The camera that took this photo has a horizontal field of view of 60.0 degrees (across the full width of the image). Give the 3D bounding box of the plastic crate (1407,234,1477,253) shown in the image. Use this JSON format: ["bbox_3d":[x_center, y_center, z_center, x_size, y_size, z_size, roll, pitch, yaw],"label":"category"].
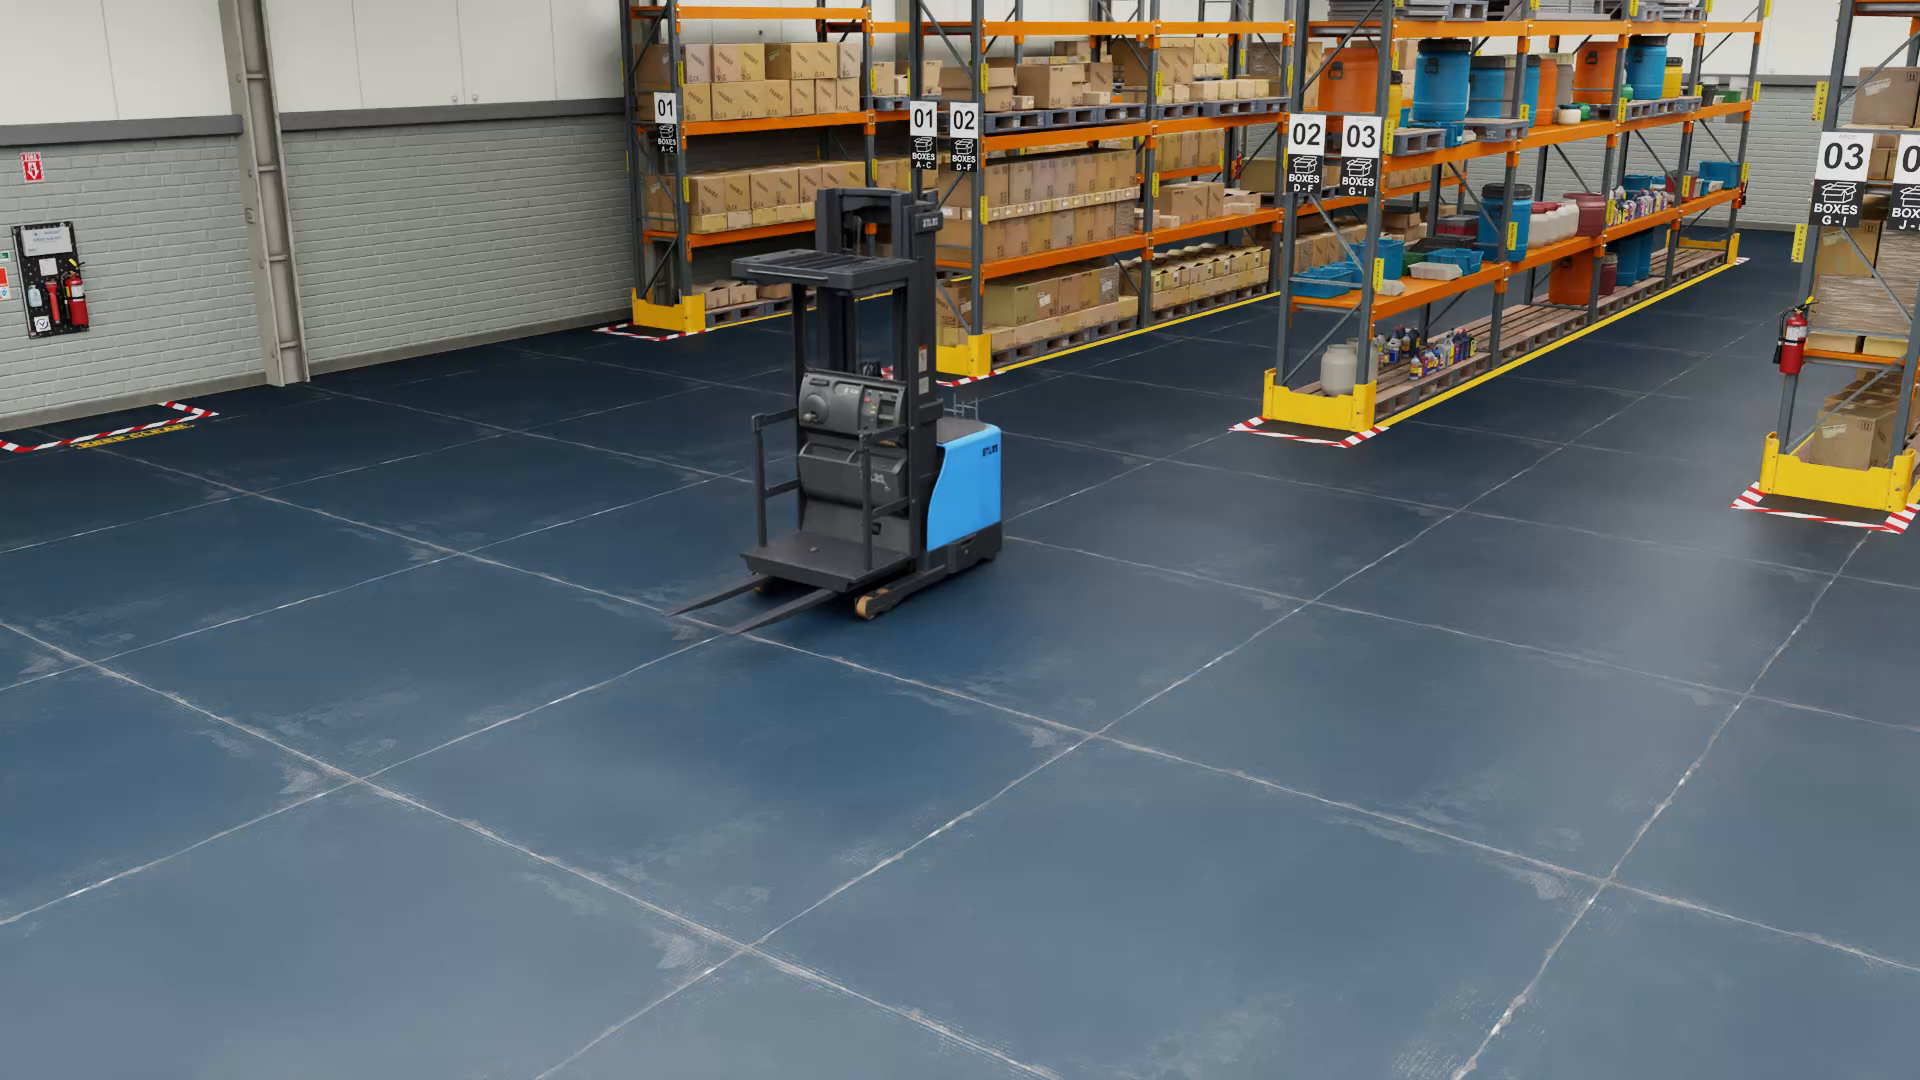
[{"bbox_3d":[5.785,-3.489,20.026,0.767,0.338,0.504,12,21,35],"label":"plastic crate"}]

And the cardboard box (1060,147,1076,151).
[{"bbox_3d":[1.737,-6.835,29.992,0.500,0.500,0.500,12,21,34],"label":"cardboard box"}]

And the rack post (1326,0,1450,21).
[{"bbox_3d":[4.369,-5.452,16.970,0.937,0.300,0.954,15,23,40],"label":"rack post"}]

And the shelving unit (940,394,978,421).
[{"bbox_3d":[-0.009,-0.570,13.555,0.258,1.200,0.189,12,21,35],"label":"shelving unit"}]

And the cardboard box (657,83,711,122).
[{"bbox_3d":[-3.740,-5.944,22.567,0.500,0.500,0.500,13,22,36],"label":"cardboard box"}]

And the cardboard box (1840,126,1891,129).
[{"bbox_3d":[8.033,-3.591,14.773,0.380,0.149,0.250,11,21,32],"label":"cardboard box"}]

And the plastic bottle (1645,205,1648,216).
[{"bbox_3d":[10.346,-5.009,25.150,0.097,0.201,0.097,0,17,0],"label":"plastic bottle"}]

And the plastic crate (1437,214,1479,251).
[{"bbox_3d":[6.242,-3.821,20.882,0.402,0.464,0.583,12,21,35],"label":"plastic crate"}]

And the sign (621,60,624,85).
[{"bbox_3d":[-4.574,-6.377,22.670,0.100,0.325,0.005,12,21,35],"label":"sign"}]

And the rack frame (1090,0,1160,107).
[{"bbox_3d":[2.224,-7.362,22.277,1.000,3.000,0.127,12,21,35],"label":"rack frame"}]

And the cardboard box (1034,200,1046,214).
[{"bbox_3d":[0.861,-4.203,20.959,0.380,0.149,0.250,12,21,33],"label":"cardboard box"}]

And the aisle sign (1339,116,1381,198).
[{"bbox_3d":[4.009,-3.841,16.670,0.394,0.787,0.004,12,21,35],"label":"aisle sign"}]

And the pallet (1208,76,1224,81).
[{"bbox_3d":[4.960,-9.441,34.180,1.003,0.211,1.213,12,21,35],"label":"pallet"}]

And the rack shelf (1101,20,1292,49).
[{"bbox_3d":[3.415,-7.304,23.977,1.077,0.370,4.000,12,21,35],"label":"rack shelf"}]

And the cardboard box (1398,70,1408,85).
[{"bbox_3d":[7.480,-8.074,29.038,0.500,0.250,0.500,12,21,35],"label":"cardboard box"}]

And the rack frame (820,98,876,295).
[{"bbox_3d":[-1.757,-5.371,25.983,1.000,3.000,0.127,12,21,35],"label":"rack frame"}]

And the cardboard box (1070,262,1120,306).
[{"bbox_3d":[1.816,-3.476,22.545,0.500,0.500,0.500,12,21,35],"label":"cardboard box"}]

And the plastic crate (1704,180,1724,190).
[{"bbox_3d":[13.009,-6.155,28.851,0.396,0.136,0.243,12,21,35],"label":"plastic crate"}]

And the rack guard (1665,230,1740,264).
[{"bbox_3d":[13.353,-5.293,29.946,1.175,0.500,0.348,12,21,35],"label":"rack guard"}]

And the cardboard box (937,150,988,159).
[{"bbox_3d":[0.043,-6.330,28.161,0.700,0.500,0.500,10,20,30],"label":"cardboard box"}]

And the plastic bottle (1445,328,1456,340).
[{"bbox_3d":[5.931,-2.387,20.097,0.144,0.351,0.185,12,21,35],"label":"plastic bottle"}]

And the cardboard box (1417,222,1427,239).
[{"bbox_3d":[8.657,-5.858,31.445,0.500,0.250,0.500,12,21,35],"label":"cardboard box"}]

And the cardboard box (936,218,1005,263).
[{"bbox_3d":[0.129,-3.701,20.435,0.700,0.500,0.500,12,21,35],"label":"cardboard box"}]

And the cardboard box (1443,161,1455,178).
[{"bbox_3d":[9.019,-7.124,31.458,0.500,0.500,0.500,13,21,35],"label":"cardboard box"}]

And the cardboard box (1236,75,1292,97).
[{"bbox_3d":[4.840,-7.040,26.129,0.910,0.500,0.500,12,21,35],"label":"cardboard box"}]

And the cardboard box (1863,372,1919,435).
[{"bbox_3d":[9.265,-1.365,16.587,0.500,0.500,0.500,10,20,30],"label":"cardboard box"}]

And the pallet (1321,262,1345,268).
[{"bbox_3d":[5.810,-4.578,28.131,1.003,0.211,1.213,12,21,35],"label":"pallet"}]

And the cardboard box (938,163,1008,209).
[{"bbox_3d":[0.160,-4.333,20.283,0.700,0.500,0.500,13,21,35],"label":"cardboard box"}]

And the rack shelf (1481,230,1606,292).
[{"bbox_3d":[7.391,-3.754,21.986,1.077,0.370,4.000,12,21,35],"label":"rack shelf"}]

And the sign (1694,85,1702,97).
[{"bbox_3d":[11.407,-6.865,25.721,0.100,0.325,0.005,12,21,35],"label":"sign"}]

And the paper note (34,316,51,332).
[{"bbox_3d":[-9.657,-2.277,17.503,0.016,0.148,0.142,12,21,35],"label":"paper note"}]

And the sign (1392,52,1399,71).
[{"bbox_3d":[7.438,-8.173,28.410,0.100,0.325,0.005,12,21,35],"label":"sign"}]

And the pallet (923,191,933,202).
[{"bbox_3d":[-1.185,-5.436,26.515,1.003,0.211,1.213,12,21,35],"label":"pallet"}]

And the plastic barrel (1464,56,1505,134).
[{"bbox_3d":[6.328,-5.452,20.340,0.600,0.901,0.708,12,21,35],"label":"plastic barrel"}]

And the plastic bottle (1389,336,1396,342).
[{"bbox_3d":[5.215,-2.322,20.023,0.097,0.271,0.097,0,17,0],"label":"plastic bottle"}]

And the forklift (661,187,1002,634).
[{"bbox_3d":[-0.914,-0.993,12.000,1.130,2.935,3.031,12,21,33],"label":"forklift"}]

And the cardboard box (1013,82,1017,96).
[{"bbox_3d":[0.646,-5.655,21.044,0.500,0.311,0.500,16,23,41],"label":"cardboard box"}]

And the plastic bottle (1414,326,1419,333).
[{"bbox_3d":[5.658,-2.530,20.690,0.097,0.271,0.097,0,17,0],"label":"plastic bottle"}]

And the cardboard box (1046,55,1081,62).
[{"bbox_3d":[1.768,-8.525,30.170,0.700,0.500,0.500,12,21,35],"label":"cardboard box"}]

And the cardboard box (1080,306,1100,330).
[{"bbox_3d":[1.531,-2.996,22.263,0.500,0.250,0.500,12,21,35],"label":"cardboard box"}]

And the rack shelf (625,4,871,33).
[{"bbox_3d":[-2.949,-7.415,23.667,1.077,0.370,4.000,12,21,35],"label":"rack shelf"}]

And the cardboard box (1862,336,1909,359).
[{"bbox_3d":[8.155,-1.699,14.580,0.380,0.149,0.250,12,21,35],"label":"cardboard box"}]

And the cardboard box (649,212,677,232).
[{"bbox_3d":[-4.017,-4.502,23.403,0.500,0.250,0.500,13,21,35],"label":"cardboard box"}]

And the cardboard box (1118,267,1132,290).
[{"bbox_3d":[2.235,-3.799,23.903,0.500,0.311,0.500,12,21,35],"label":"cardboard box"}]

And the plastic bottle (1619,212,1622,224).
[{"bbox_3d":[9.547,-4.689,24.122,0.097,0.201,0.097,0,17,0],"label":"plastic bottle"}]

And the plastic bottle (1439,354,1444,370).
[{"bbox_3d":[5.592,-2.097,19.414,0.097,0.201,0.097,0,17,0],"label":"plastic bottle"}]

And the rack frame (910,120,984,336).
[{"bbox_3d":[-0.160,-3.544,20.099,1.000,3.000,0.127,12,21,35],"label":"rack frame"}]

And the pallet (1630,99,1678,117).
[{"bbox_3d":[9.904,-6.394,24.536,1.003,0.211,1.213,12,21,35],"label":"pallet"}]

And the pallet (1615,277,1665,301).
[{"bbox_3d":[10.473,-4.018,26.327,1.003,0.211,1.213,12,21,35],"label":"pallet"}]

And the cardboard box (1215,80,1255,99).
[{"bbox_3d":[4.084,-6.765,24.958,0.500,0.250,0.500,13,22,36],"label":"cardboard box"}]

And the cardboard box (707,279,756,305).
[{"bbox_3d":[-3.316,-3.629,24.165,0.500,0.311,0.500,15,22,39],"label":"cardboard box"}]

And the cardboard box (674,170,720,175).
[{"bbox_3d":[-3.722,-4.983,23.686,0.500,0.500,0.500,13,21,35],"label":"cardboard box"}]

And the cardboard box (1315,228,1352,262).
[{"bbox_3d":[6.326,-5.015,28.308,0.500,0.500,0.500,13,21,35],"label":"cardboard box"}]

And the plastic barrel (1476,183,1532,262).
[{"bbox_3d":[6.673,-3.899,20.395,0.600,0.901,0.708,12,21,35],"label":"plastic barrel"}]

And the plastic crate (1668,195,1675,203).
[{"bbox_3d":[11.358,-5.515,26.787,0.396,0.136,0.243,12,21,35],"label":"plastic crate"}]

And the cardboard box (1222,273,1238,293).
[{"bbox_3d":[3.883,-3.926,25.257,0.500,0.250,0.500,13,21,36],"label":"cardboard box"}]

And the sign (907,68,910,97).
[{"bbox_3d":[-0.587,-5.461,19.854,0.100,0.325,0.005,12,21,35],"label":"sign"}]
